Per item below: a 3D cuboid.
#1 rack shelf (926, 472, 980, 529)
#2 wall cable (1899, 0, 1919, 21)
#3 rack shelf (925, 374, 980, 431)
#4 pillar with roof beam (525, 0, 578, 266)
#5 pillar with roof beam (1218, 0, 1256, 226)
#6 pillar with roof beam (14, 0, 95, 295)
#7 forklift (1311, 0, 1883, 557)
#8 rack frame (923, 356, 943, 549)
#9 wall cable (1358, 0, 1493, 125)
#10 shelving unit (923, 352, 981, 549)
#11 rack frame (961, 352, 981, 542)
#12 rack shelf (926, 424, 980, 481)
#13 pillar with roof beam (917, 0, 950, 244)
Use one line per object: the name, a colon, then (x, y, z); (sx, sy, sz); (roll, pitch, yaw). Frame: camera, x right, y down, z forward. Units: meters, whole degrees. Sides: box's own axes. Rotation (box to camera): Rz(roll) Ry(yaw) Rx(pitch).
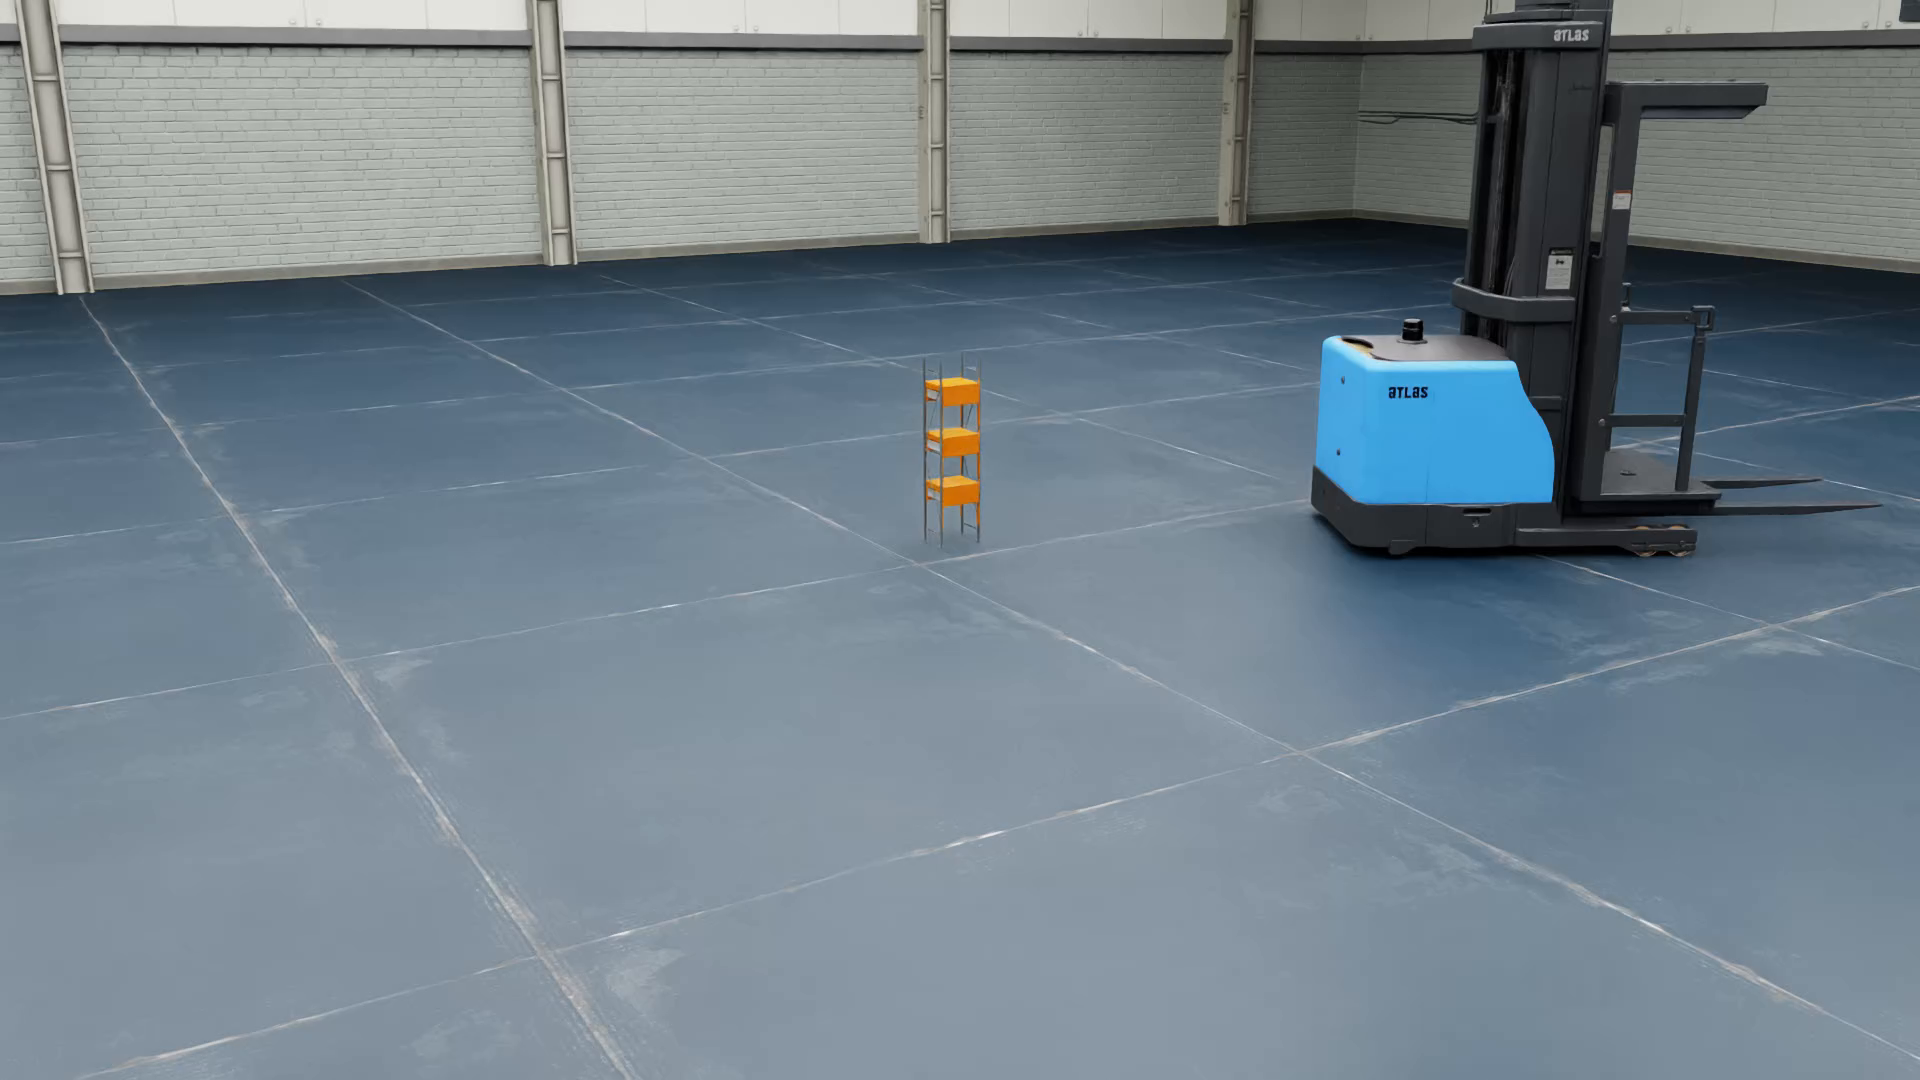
rack shelf: (-0.046, -0.220, 9.319); (0.240, 0.259, 0.215); (-9, 18, -30)
wall cable: (12.826, -9.372, 19.871); (0.169, 6.003, 2.305); (-9, 18, -30)
rack shelf: (-0.046, -0.761, 9.168); (0.240, 0.259, 0.215); (-9, 18, -30)
pillar with roof beam: (-3.325, -7.166, 18.301); (0.400, 9.000, 9.100); (-9, 18, -30)
pillar with roof beam: (6.961, -8.834, 24.251); (0.400, 9.000, 9.100); (-9, 18, -30)
pillar with roof beam: (-8.469, -6.332, 15.325); (0.400, 9.000, 9.100); (-9, 18, -30)
forklift: (3.626, -1.462, 9.194); (3.031, 2.935, 1.130); (-1, 16, -3)
rack frame: (-0.150, -0.481, 9.181); (0.008, 1.050, 0.200); (-9, 18, -30)
wall cable: (7.950, -8.438, 28.593); (0.112, 2.526, 3.097); (-9, 18, -30)
shelving unit: (-0.046, -0.498, 9.242); (0.252, 1.050, 0.215); (-9, 18, -30)
rack frame: (0.059, -0.515, 9.302); (0.008, 1.050, 0.200); (-9, 18, -30)
rack shelf: (-0.046, -0.488, 9.244); (0.240, 0.259, 0.215); (-9, 18, -30)
pillar with roof beam: (1.818, -8.000, 21.276); (0.400, 9.000, 9.100); (-9, 18, -30)
